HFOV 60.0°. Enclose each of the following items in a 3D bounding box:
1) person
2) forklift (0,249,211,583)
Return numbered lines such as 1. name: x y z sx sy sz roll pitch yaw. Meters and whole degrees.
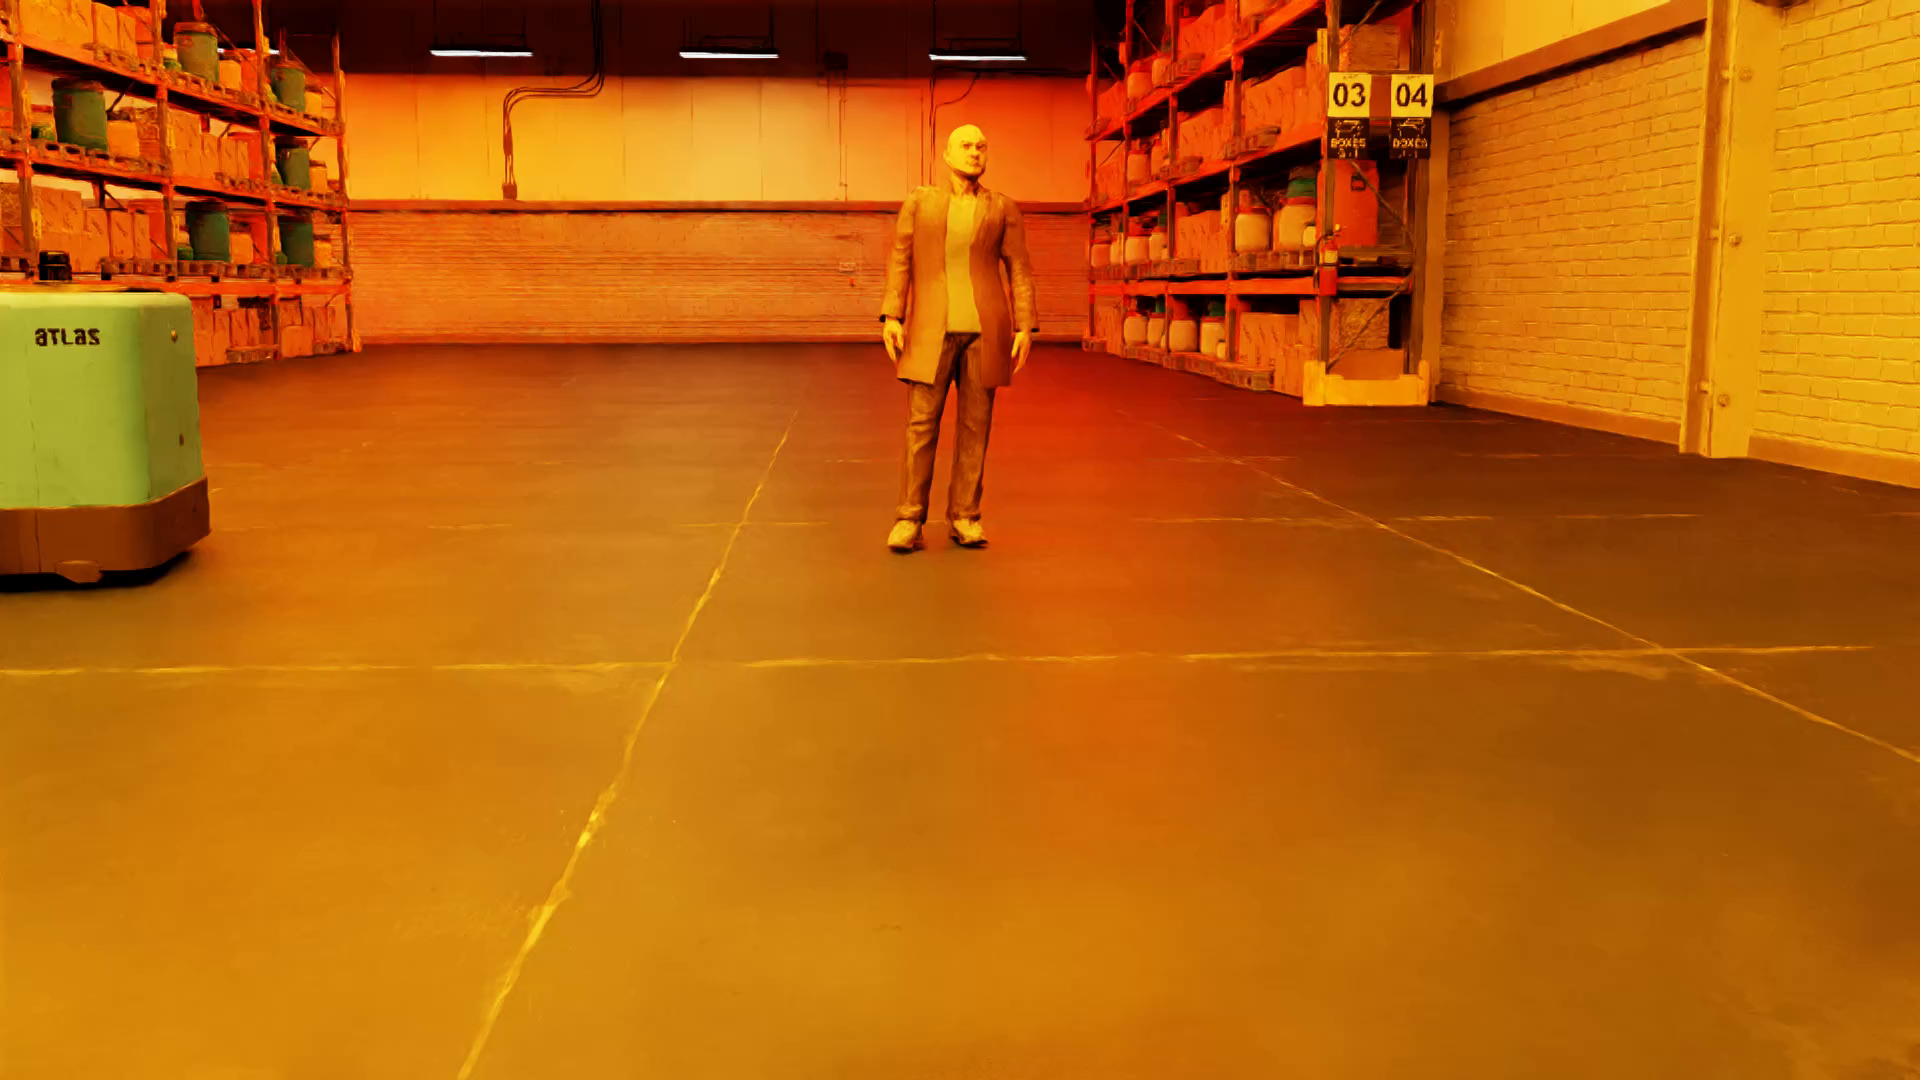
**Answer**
1. person: 0.001 -0.873 7.088 0.694 1.776 0.580 -1 8 -4
2. forklift: -4.545 -1.297 6.067 3.031 2.935 1.130 -2 9 -12
